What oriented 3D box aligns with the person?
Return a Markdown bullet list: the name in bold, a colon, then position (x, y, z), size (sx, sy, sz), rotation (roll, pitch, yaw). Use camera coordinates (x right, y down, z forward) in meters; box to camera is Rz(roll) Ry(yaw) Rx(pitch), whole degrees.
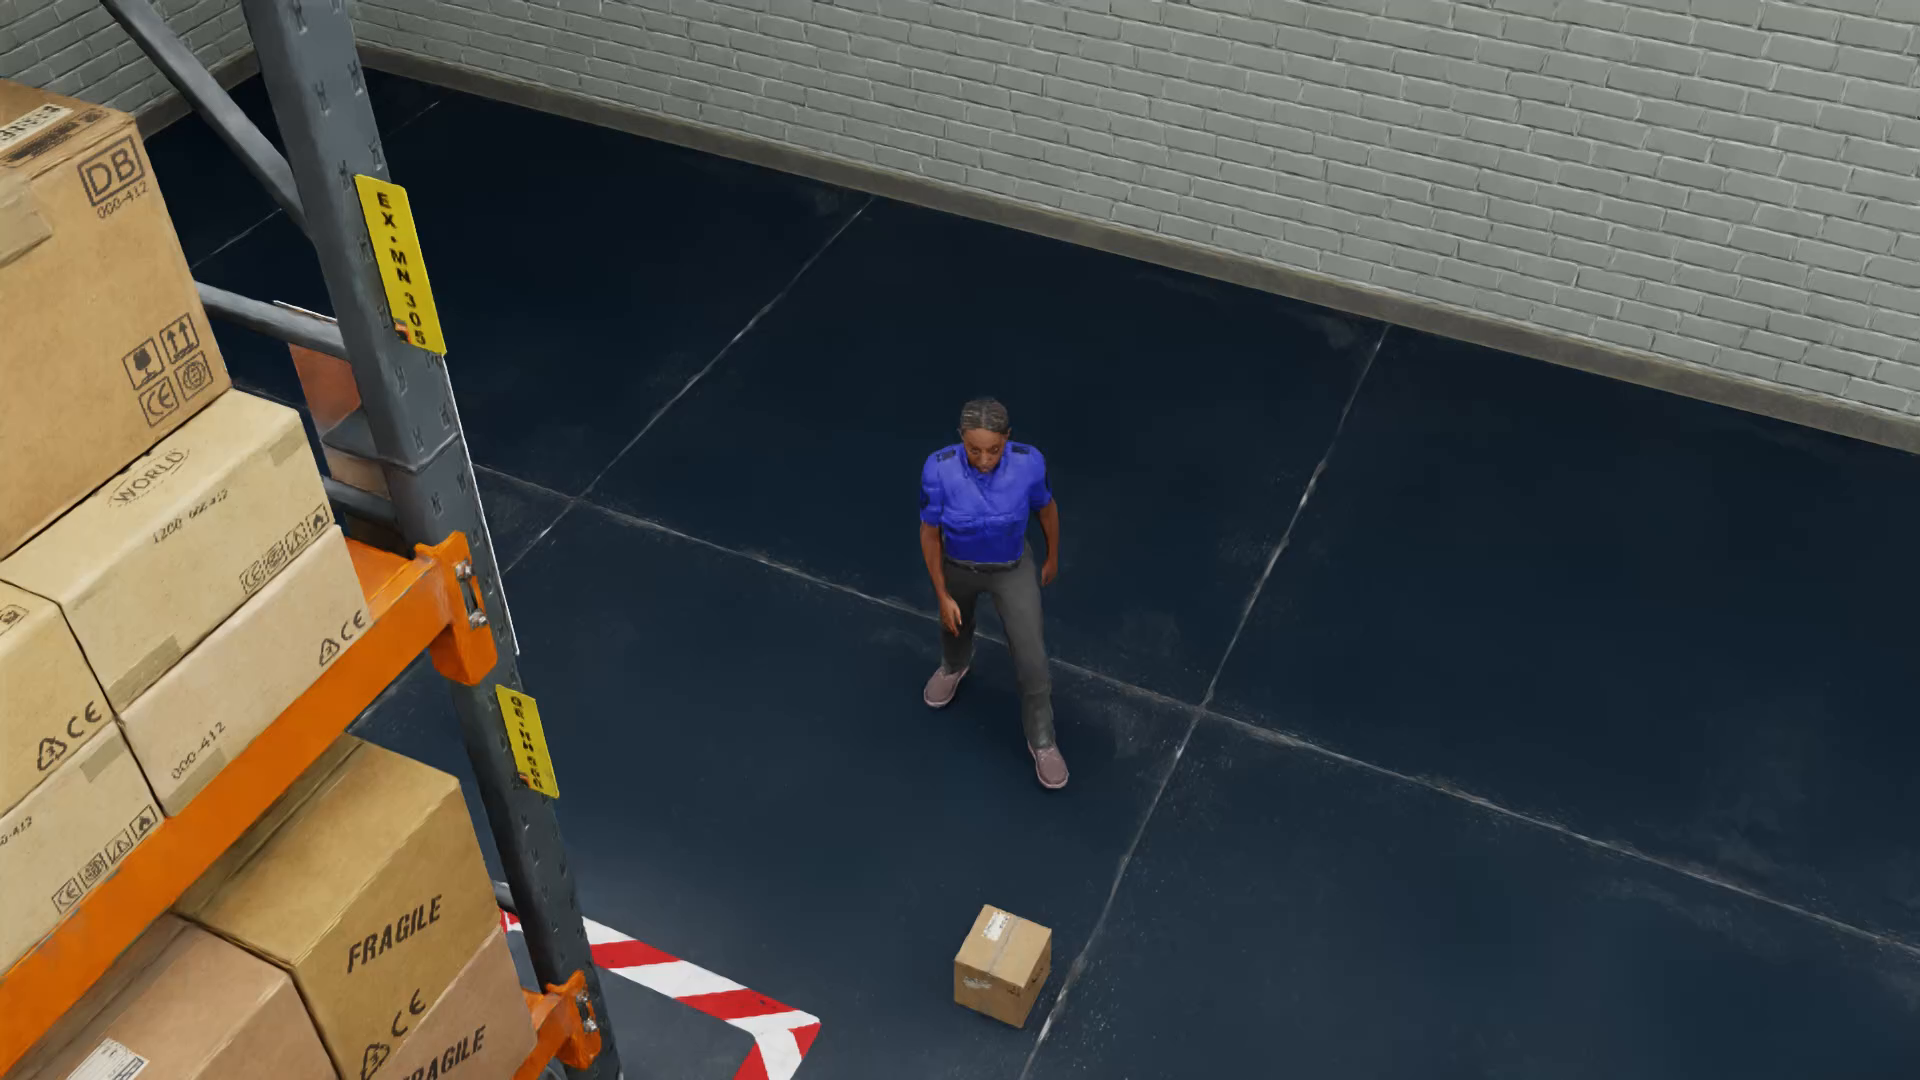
- **person**: position (0.137, 0.125, 6.022), size (0.578, 1.626, 0.686), rotation (2, 42, 2)
